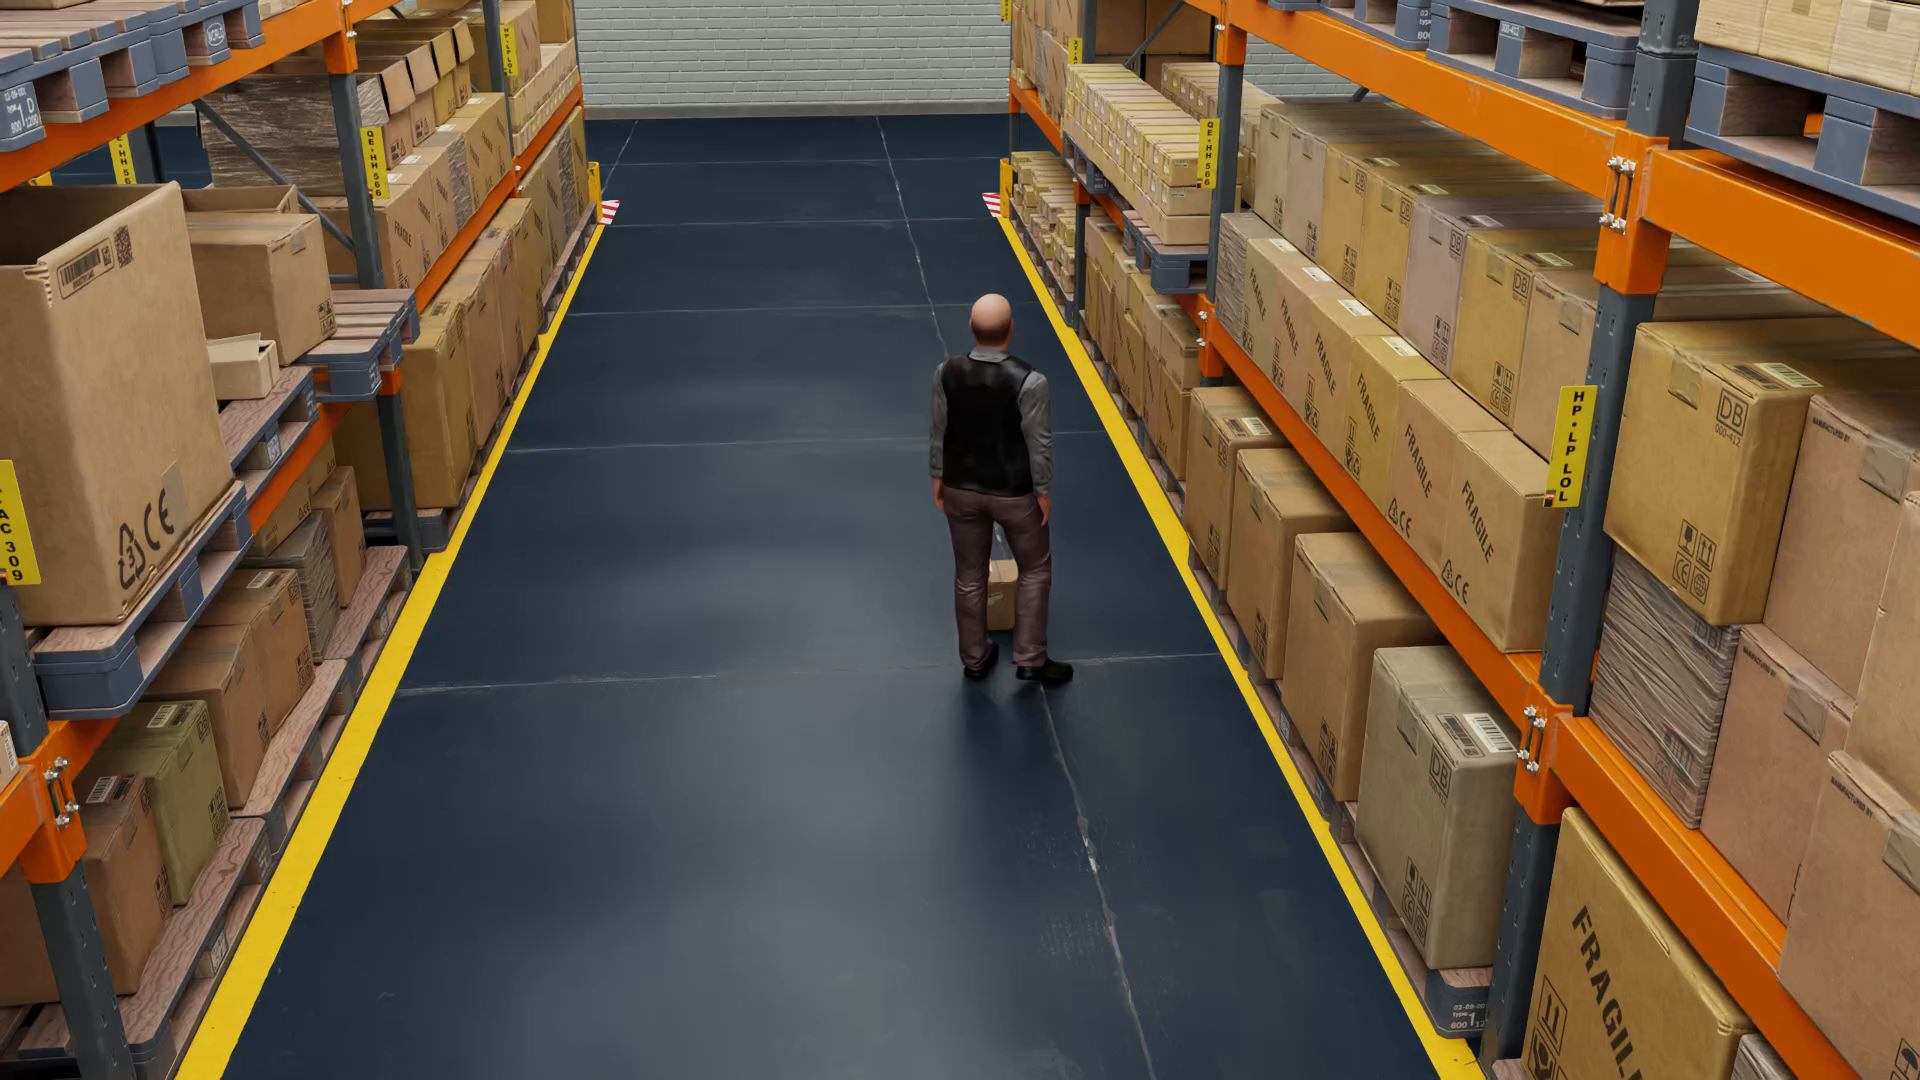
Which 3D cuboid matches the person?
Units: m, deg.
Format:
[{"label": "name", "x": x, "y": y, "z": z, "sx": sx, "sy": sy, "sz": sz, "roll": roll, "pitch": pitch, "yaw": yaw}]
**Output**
[{"label": "person", "x": 0.174, "y": -0.200, "z": 7.092, "sx": 0.647, "sy": 1.736, "sz": 0.354, "roll": 7, "pitch": 25, "yaw": 16}]
